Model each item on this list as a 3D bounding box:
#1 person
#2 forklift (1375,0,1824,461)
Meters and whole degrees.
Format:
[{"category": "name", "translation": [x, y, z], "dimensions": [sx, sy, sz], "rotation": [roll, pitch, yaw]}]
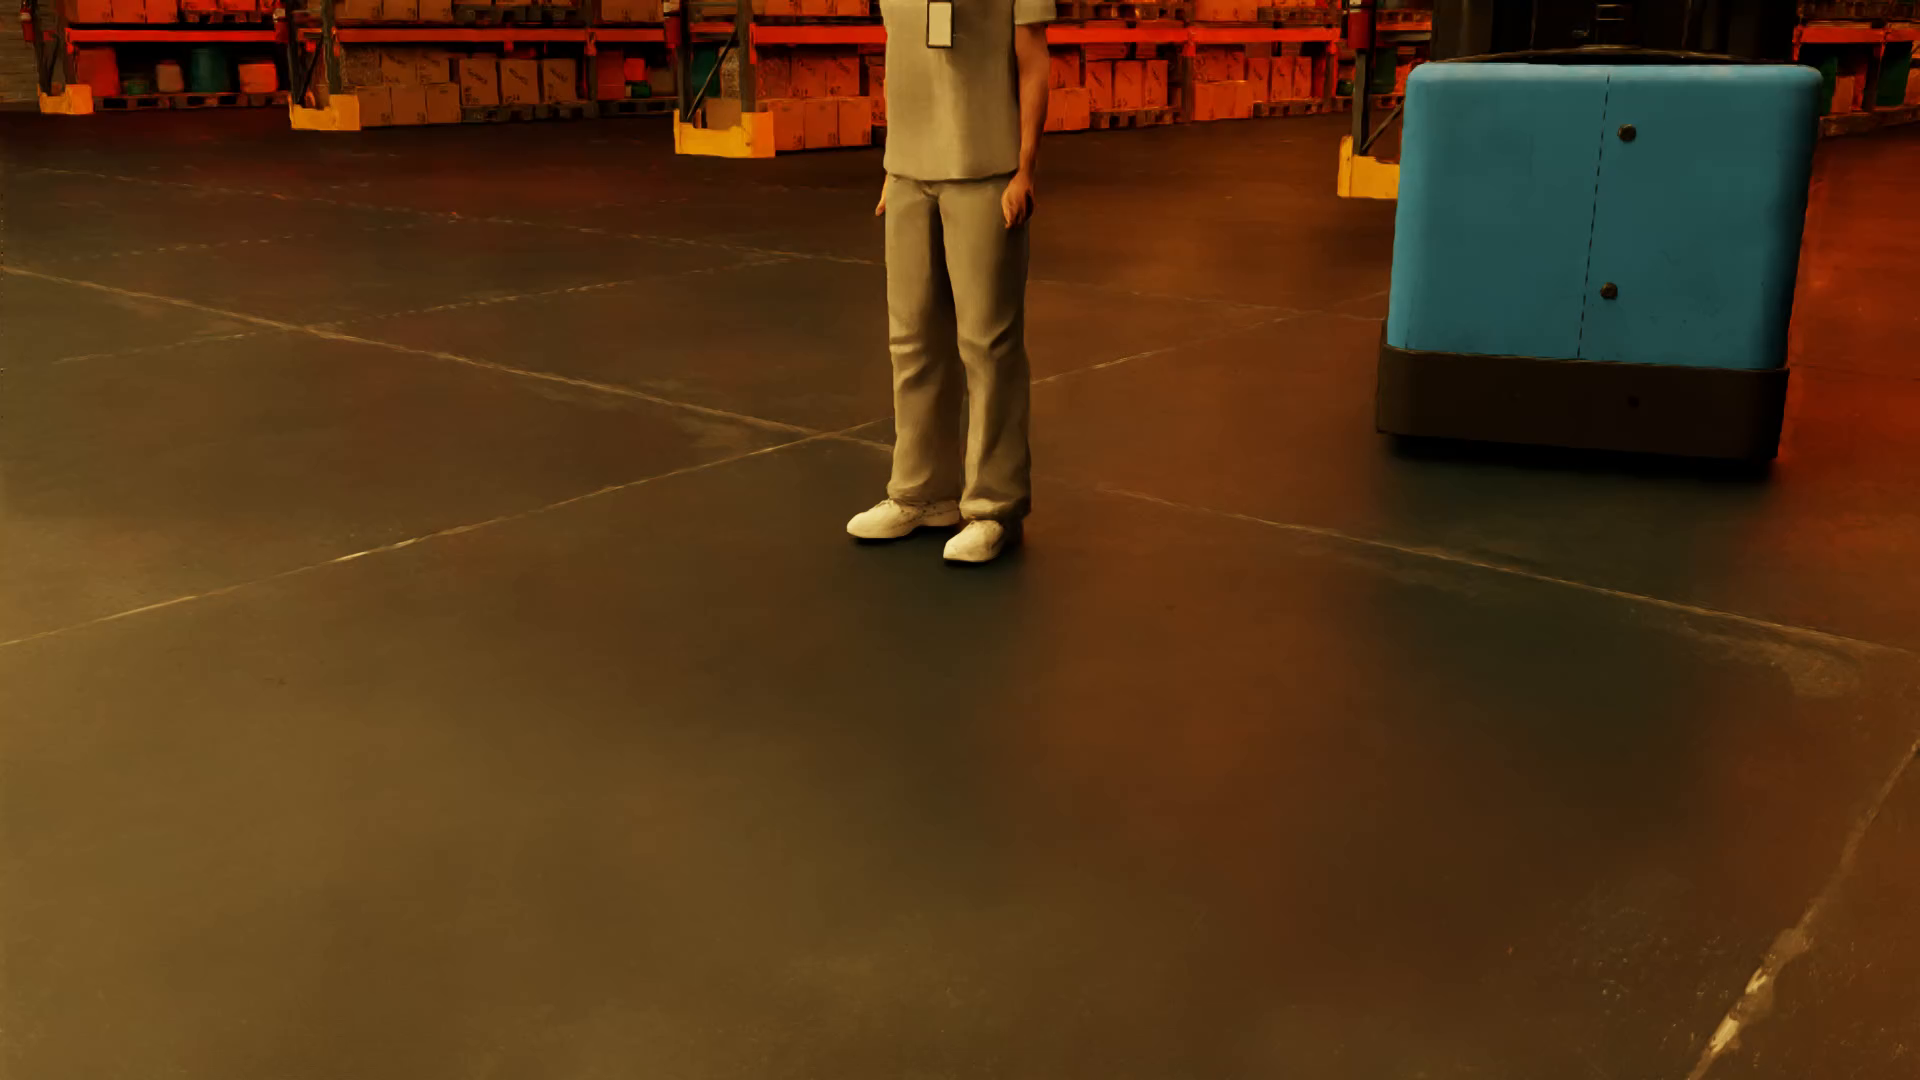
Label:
[{"category": "person", "translation": [-0.009, -0.795, 3.688], "dimensions": [0.432, 1.671, 0.352], "rotation": [13, 21, 37]}, {"category": "forklift", "translation": [2.160, -1.999, 5.481], "dimensions": [1.130, 2.935, 3.031], "rotation": [6, 18, 19]}]
